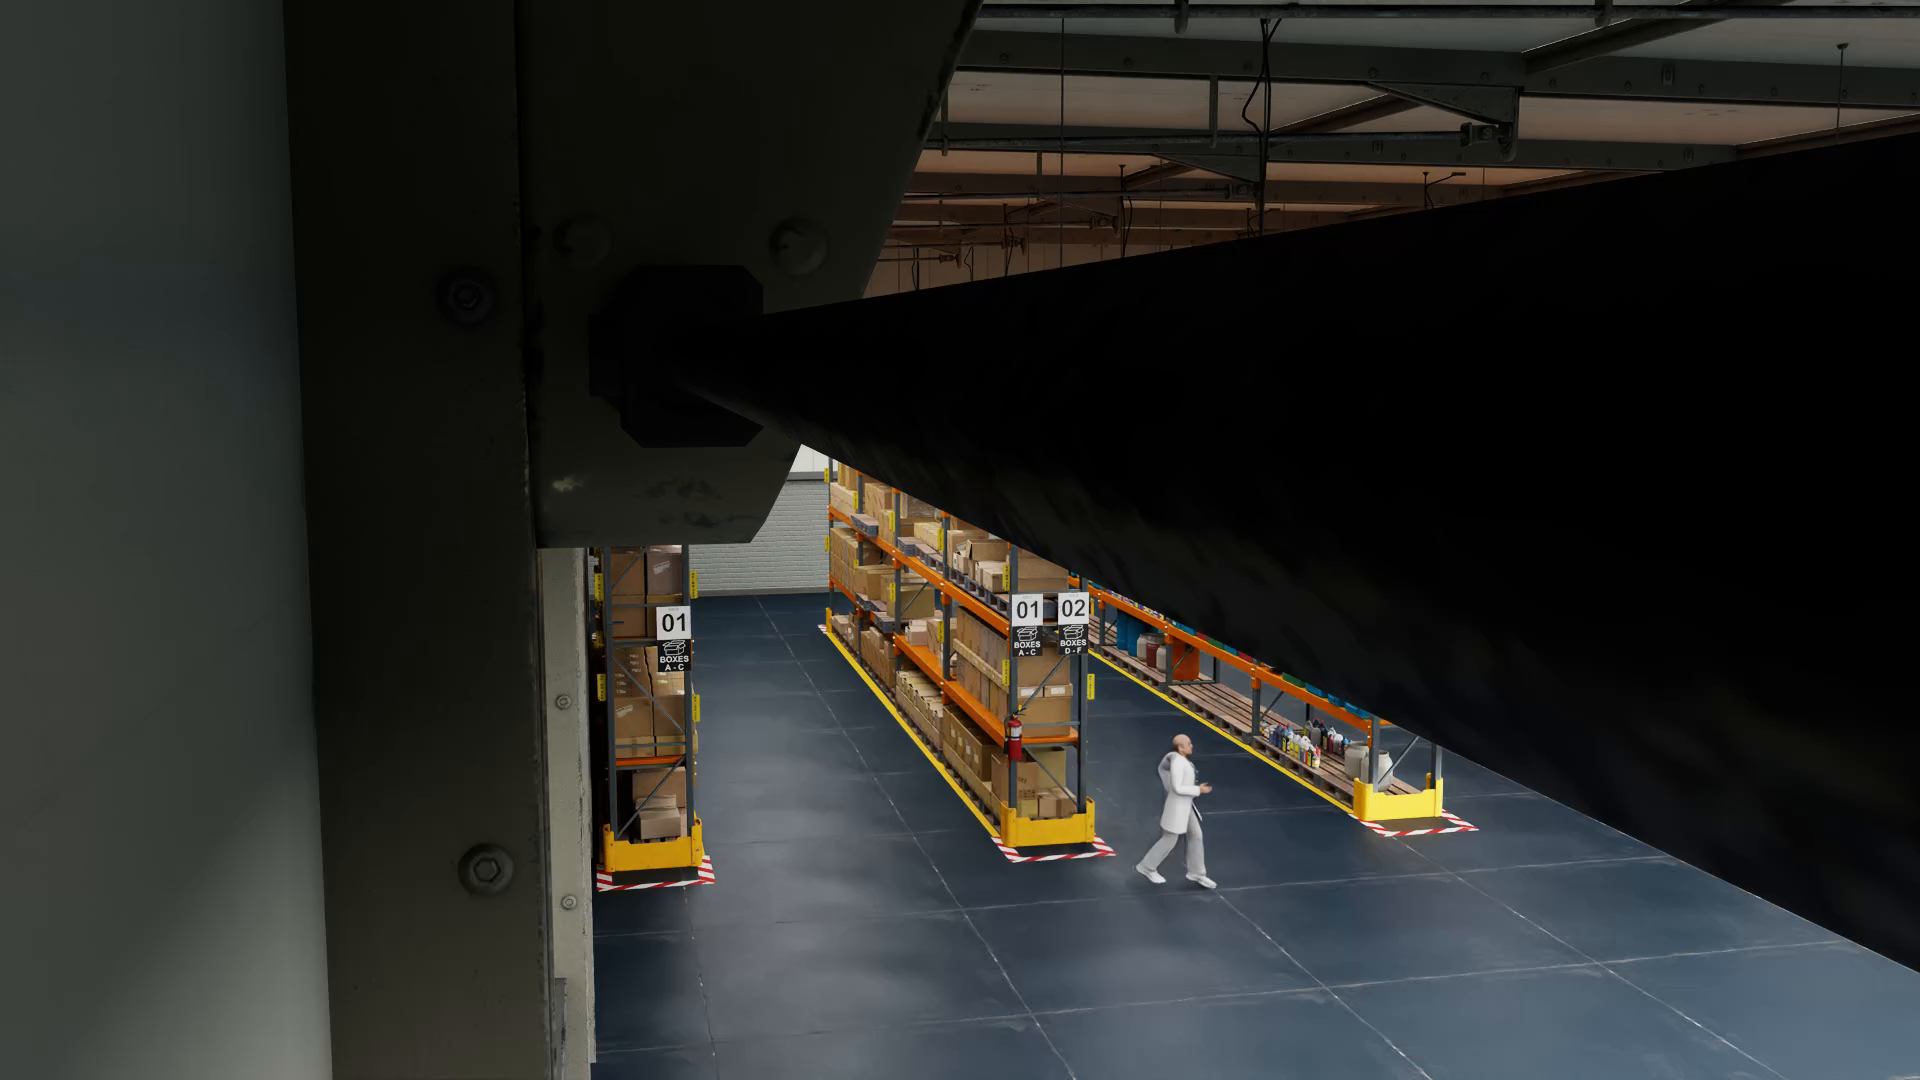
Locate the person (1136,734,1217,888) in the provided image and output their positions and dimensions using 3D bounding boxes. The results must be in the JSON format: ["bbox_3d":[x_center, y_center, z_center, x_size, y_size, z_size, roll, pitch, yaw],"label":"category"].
[{"bbox_3d":[2.517,3.154,19.316,0.925,1.814,0.690,2,7,18],"label":"person"}]
